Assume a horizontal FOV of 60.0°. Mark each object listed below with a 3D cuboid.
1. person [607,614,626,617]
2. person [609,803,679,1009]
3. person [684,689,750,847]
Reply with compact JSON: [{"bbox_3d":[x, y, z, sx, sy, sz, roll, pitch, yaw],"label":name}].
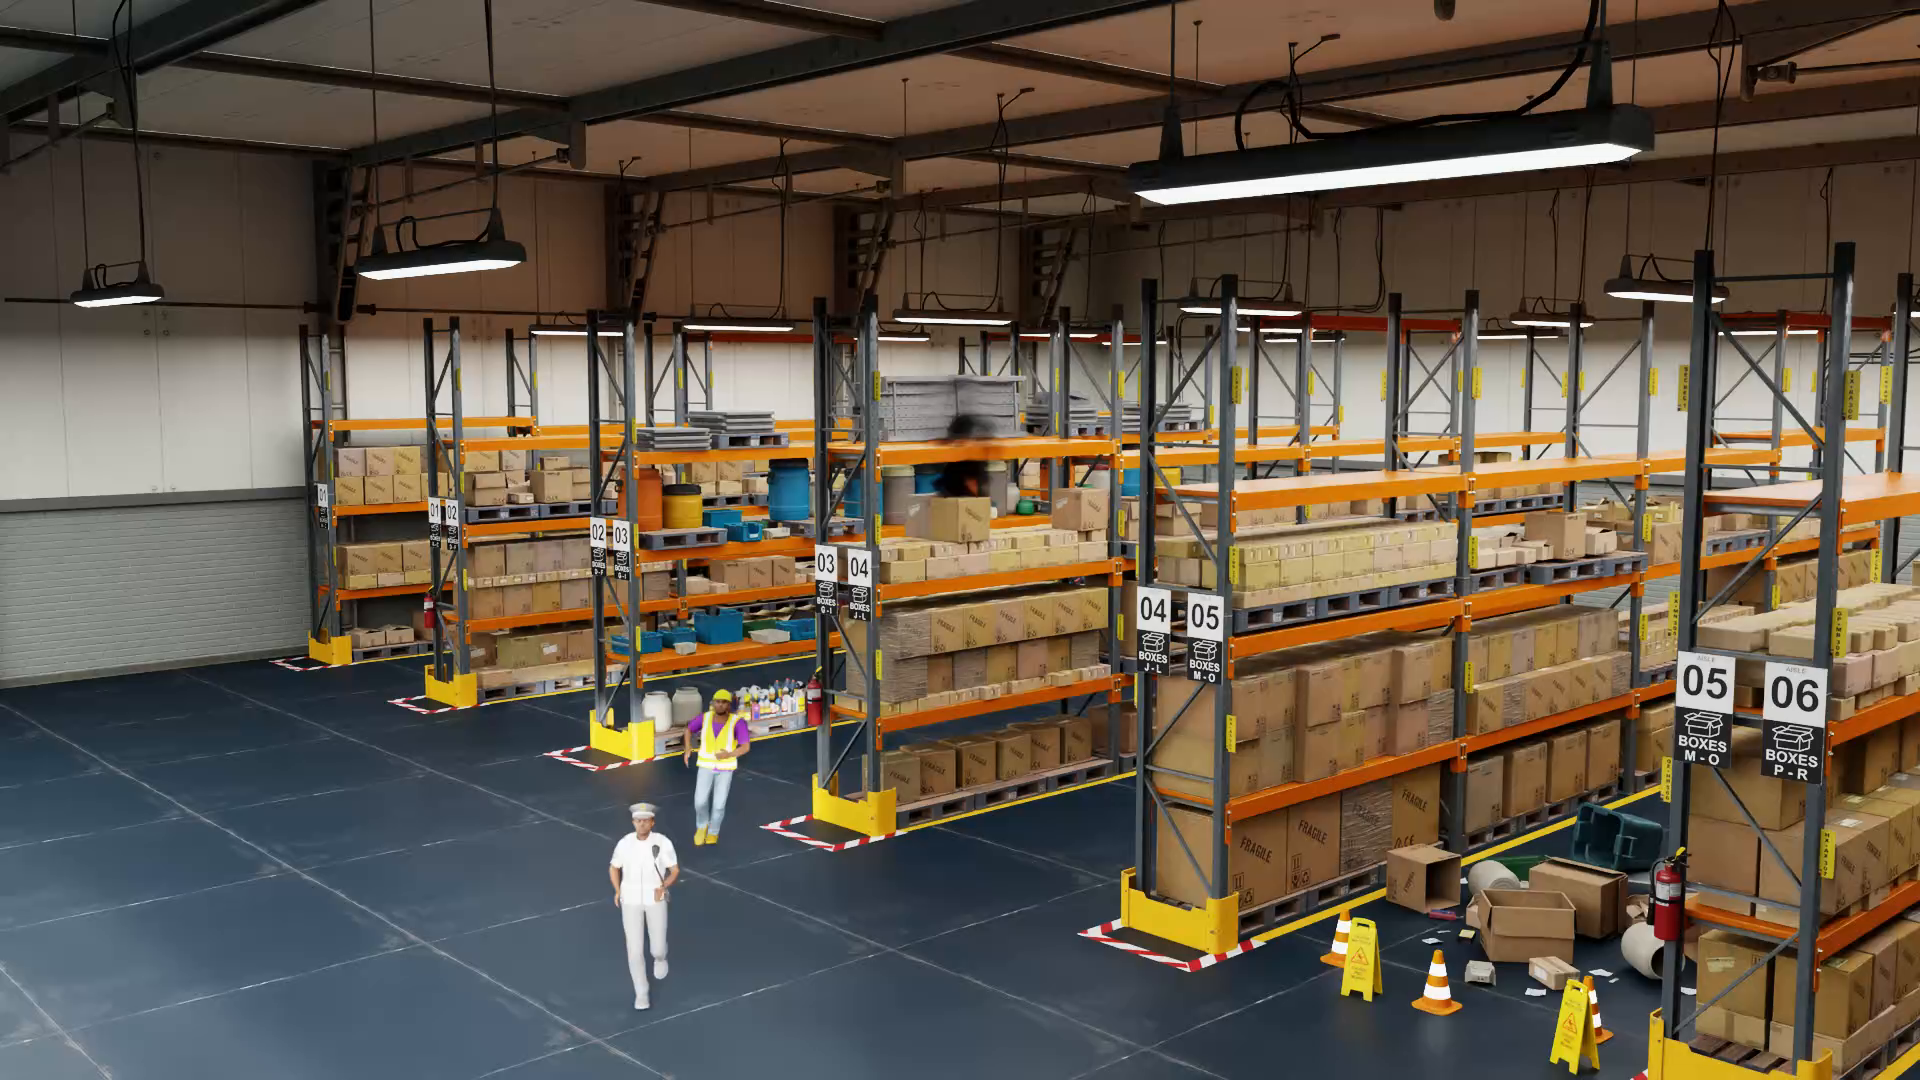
[{"bbox_3d":[-6.235,1.261,30.165,0.656,1.722,0.603,5,7,38],"label":"person"},{"bbox_3d":[-2.615,2.959,13.705,0.562,1.653,0.666,0,6,-5],"label":"person"},{"bbox_3d":[-2.640,2.482,18.084,0.716,1.733,0.617,-1,6,-6],"label":"person"}]
